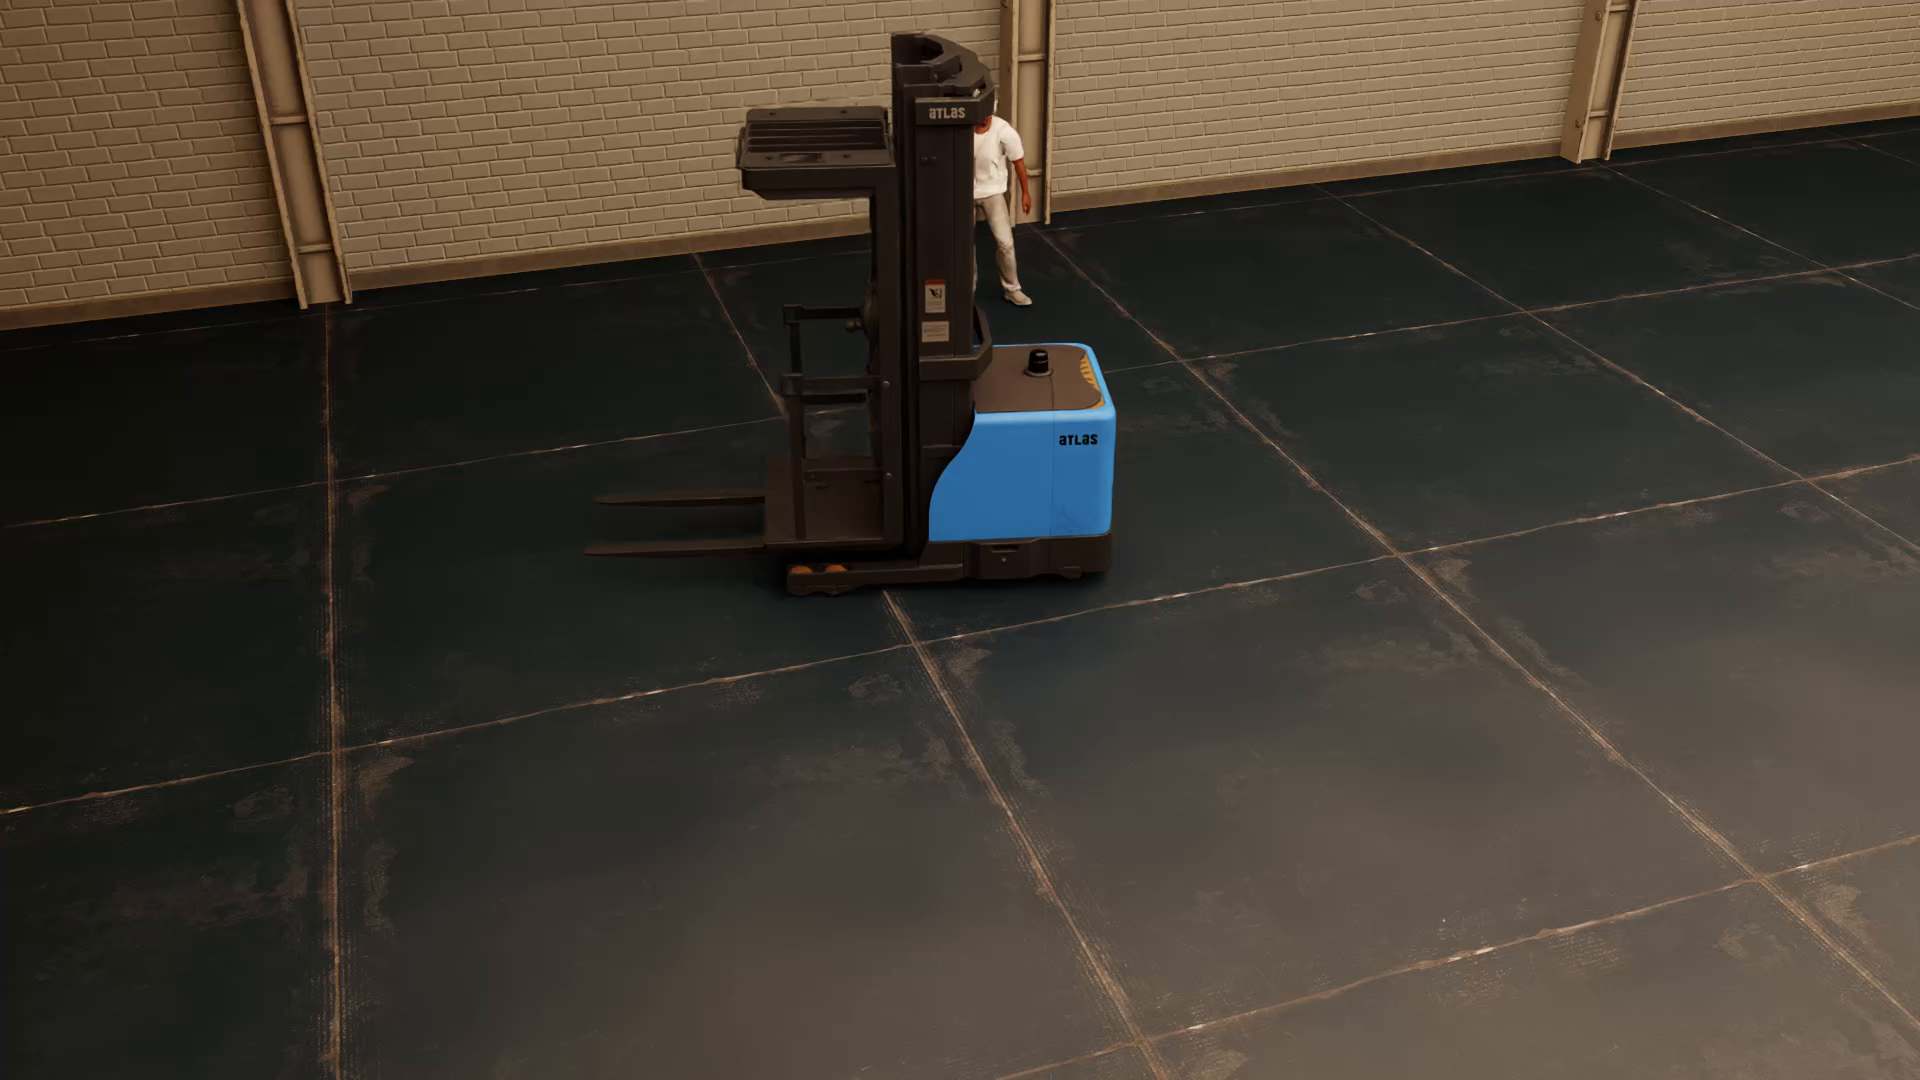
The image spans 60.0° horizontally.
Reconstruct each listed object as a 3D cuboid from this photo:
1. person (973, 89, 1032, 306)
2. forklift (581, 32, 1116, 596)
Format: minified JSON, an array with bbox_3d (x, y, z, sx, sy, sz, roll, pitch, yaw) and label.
[{"bbox_3d":[0.166,-2.706,13.000,0.883,1.731,0.461,7,31,11],"label":"person"},{"bbox_3d":[-0.669,-1.228,9.221,3.031,2.935,1.130,-2,30,-4],"label":"forklift"}]
